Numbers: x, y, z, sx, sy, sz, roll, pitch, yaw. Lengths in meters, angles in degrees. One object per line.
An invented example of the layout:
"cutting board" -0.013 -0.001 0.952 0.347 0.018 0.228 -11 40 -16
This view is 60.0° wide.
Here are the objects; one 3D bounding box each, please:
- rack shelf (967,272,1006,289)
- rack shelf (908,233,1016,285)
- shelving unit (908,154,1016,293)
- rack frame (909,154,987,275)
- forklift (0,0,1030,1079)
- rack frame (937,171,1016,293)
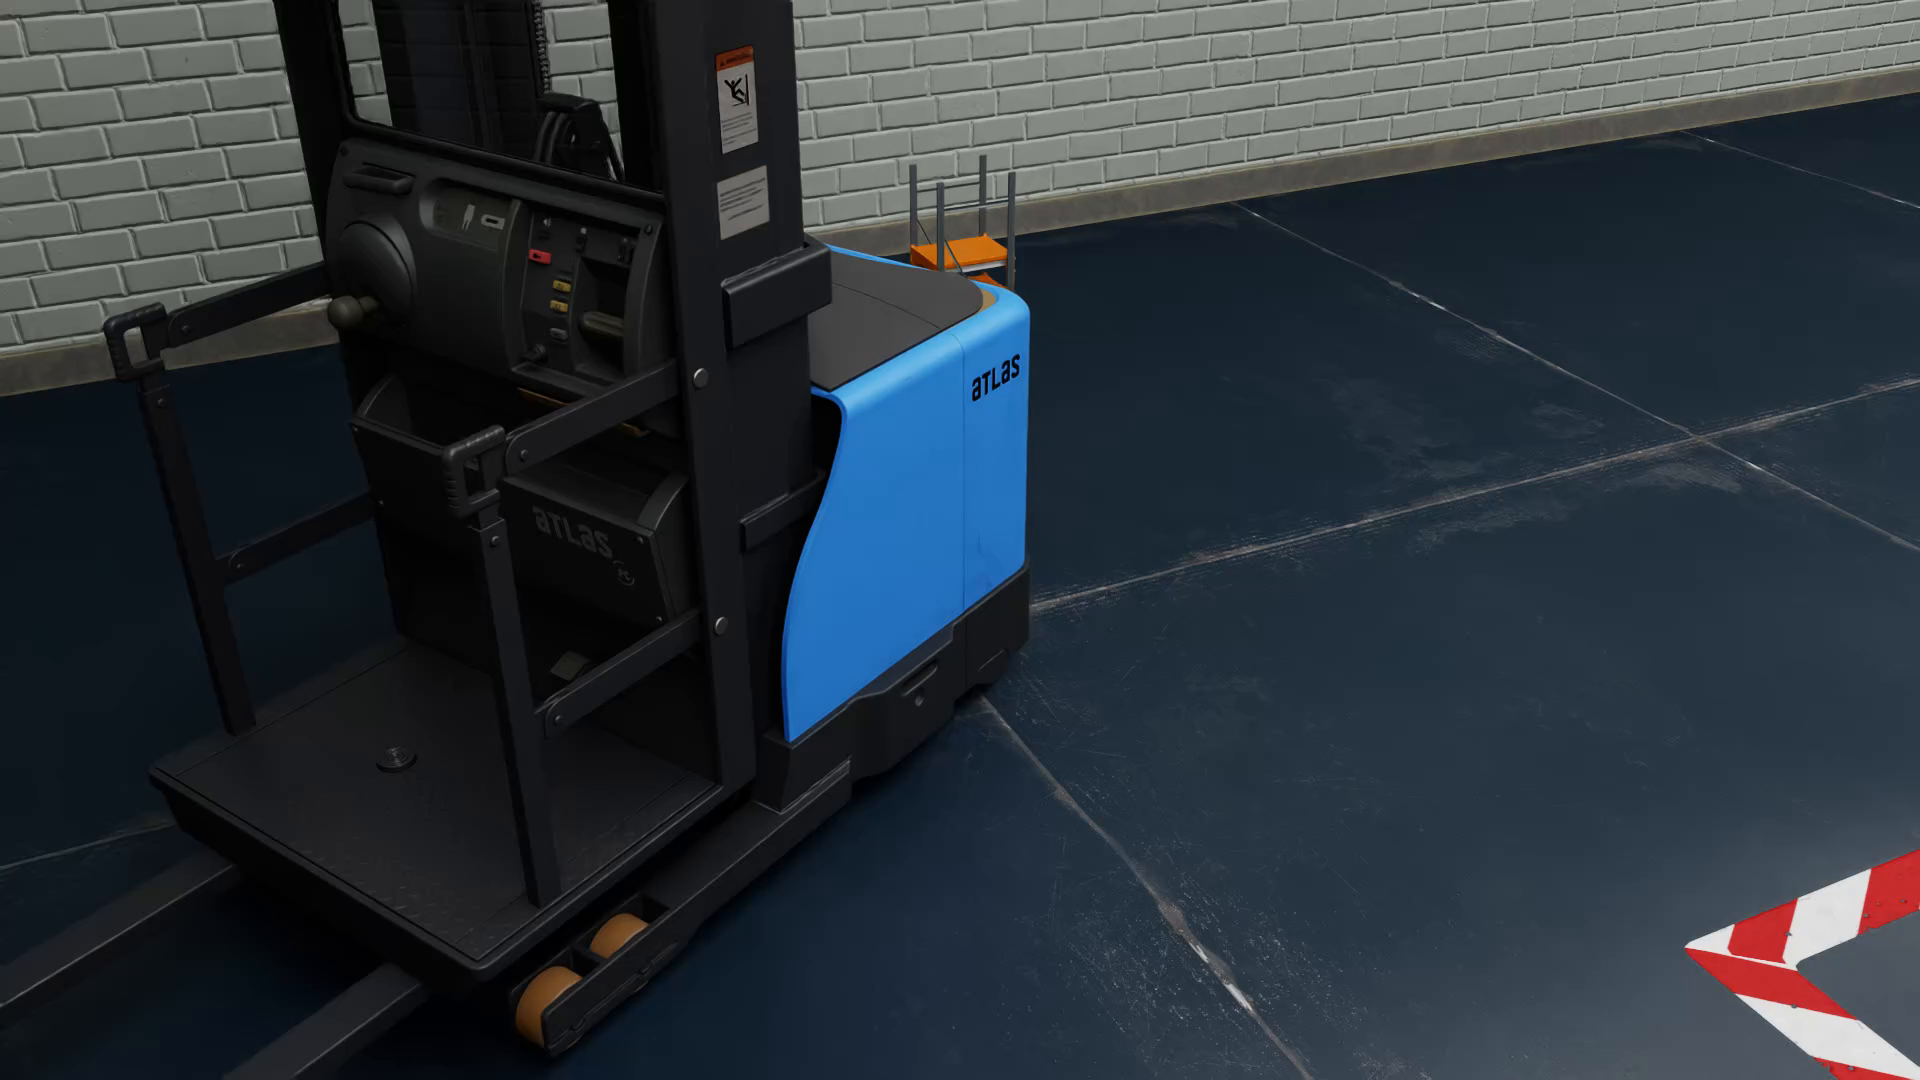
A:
"rack shelf" 0.006 -0.688 4.849 0.258 0.103 0.180 -13 32 -22
"rack shelf" 0.006 -0.792 4.791 0.258 0.103 0.180 -13 32 -22
"shelving unit" 0.006 -0.517 4.945 0.258 1.200 0.189 -13 32 -22
"rack frame" -0.033 -0.557 5.017 0.240 1.200 0.006 -13 32 -22
"forklift" -1.066 -0.506 3.155 1.130 2.935 3.031 19 34 30
"rack frame" 0.046 -0.477 4.873 0.240 1.200 0.006 -13 32 -22
